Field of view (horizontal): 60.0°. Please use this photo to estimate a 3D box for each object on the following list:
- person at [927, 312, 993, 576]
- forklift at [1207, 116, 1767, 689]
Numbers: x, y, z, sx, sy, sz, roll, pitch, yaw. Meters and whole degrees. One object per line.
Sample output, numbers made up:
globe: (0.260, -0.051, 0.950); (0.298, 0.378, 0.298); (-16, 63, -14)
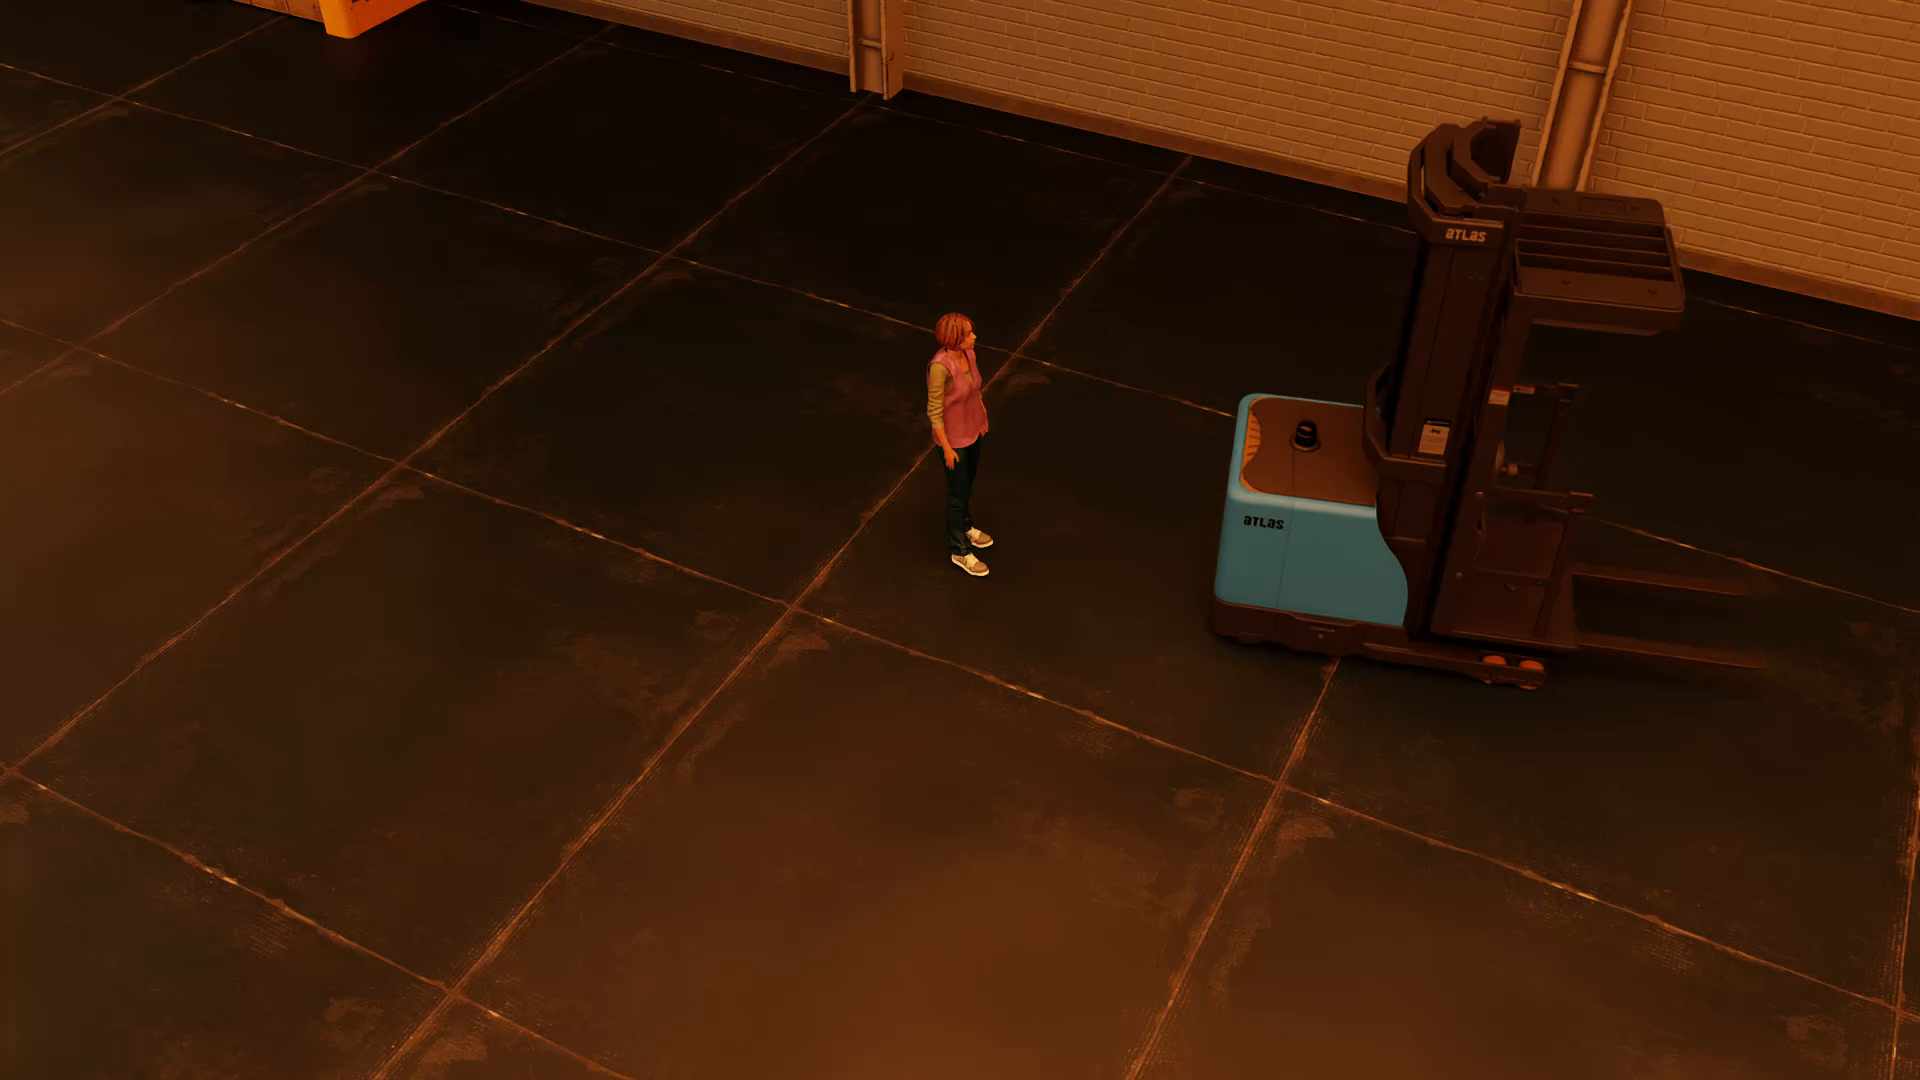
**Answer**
person: (0.060, -0.586, 9.707); (0.473, 1.599, 0.521); (18, 43, 21)
forklift: (2.997, -0.664, 8.774); (3.031, 2.935, 1.130); (8, 41, 9)
